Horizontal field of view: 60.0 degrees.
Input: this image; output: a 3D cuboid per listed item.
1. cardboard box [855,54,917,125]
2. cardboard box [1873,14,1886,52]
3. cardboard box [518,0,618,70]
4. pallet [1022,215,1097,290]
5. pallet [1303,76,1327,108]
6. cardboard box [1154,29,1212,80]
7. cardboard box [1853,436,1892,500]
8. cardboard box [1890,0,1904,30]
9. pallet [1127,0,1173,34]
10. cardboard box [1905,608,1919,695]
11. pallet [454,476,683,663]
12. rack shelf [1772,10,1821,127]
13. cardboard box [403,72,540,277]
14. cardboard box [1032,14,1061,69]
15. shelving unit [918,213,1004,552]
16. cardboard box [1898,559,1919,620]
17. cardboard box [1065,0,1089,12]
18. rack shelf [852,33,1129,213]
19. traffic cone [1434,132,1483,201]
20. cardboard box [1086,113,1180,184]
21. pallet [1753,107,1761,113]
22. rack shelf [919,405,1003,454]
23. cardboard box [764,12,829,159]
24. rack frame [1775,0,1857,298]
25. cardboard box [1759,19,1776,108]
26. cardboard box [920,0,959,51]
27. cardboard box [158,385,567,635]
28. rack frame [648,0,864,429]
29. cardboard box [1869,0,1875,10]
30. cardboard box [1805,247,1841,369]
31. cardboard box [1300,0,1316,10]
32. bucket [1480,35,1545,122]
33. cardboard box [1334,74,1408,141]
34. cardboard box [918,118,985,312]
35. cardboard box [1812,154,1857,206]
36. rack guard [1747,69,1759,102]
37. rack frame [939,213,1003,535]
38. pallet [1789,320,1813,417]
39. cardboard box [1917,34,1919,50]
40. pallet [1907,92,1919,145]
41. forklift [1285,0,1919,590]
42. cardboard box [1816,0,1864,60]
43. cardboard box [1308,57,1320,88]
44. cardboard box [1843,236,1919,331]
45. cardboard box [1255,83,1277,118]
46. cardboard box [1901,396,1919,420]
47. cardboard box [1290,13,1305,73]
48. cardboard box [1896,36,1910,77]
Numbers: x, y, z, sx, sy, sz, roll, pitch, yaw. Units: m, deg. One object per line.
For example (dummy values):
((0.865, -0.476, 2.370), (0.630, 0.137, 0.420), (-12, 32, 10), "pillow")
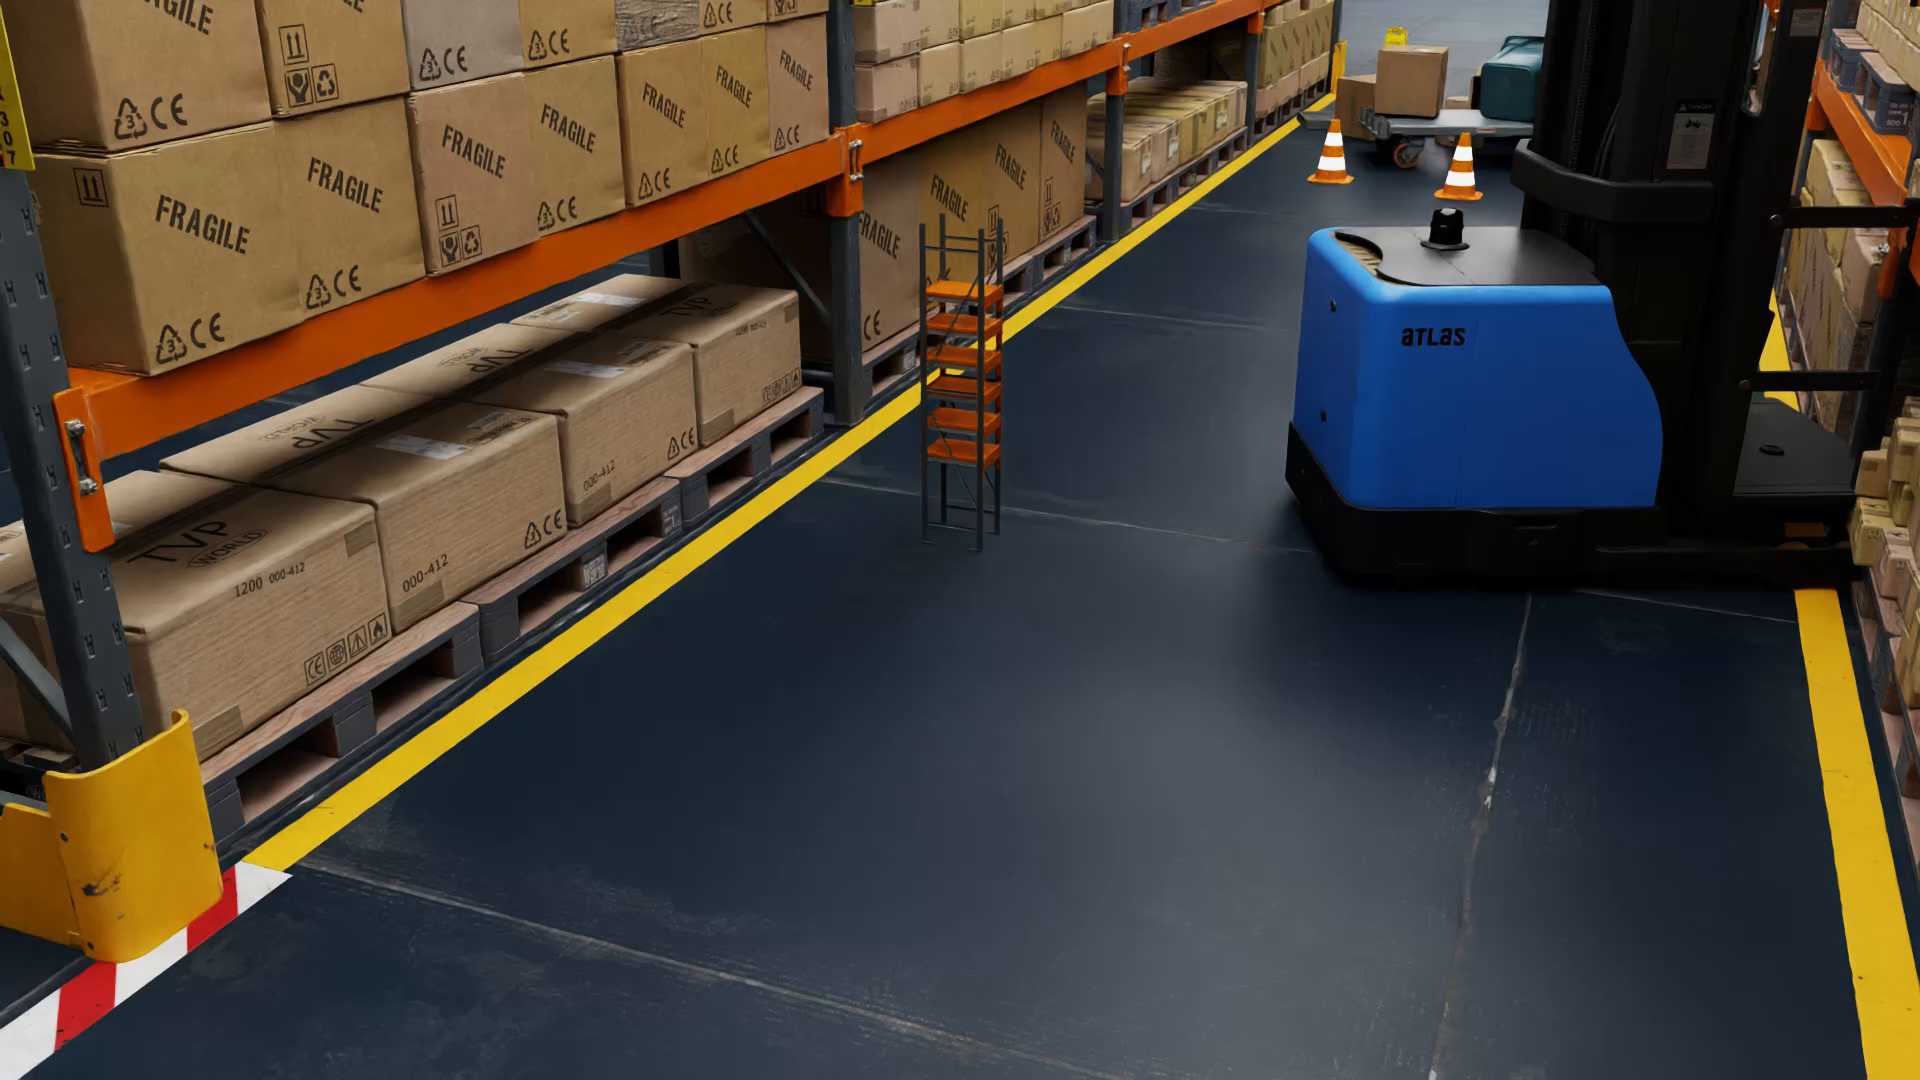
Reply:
((-0.514, -2.023, 7.396), (0.500, 0.250, 0.500), (8, 24, 19), "cardboard box")
((4.545, -2.389, 7.858), (0.380, 0.149, 0.250), (10, 25, 22), "cardboard box")
((-1.411, -1.729, 5.072), (0.500, 0.500, 0.500), (9, 24, 20), "cardboard box")
((0.201, -1.846, 10.395), (1.003, 0.211, 1.213), (9, 24, 20), "pallet")
((3.172, -4.667, 17.150), (1.003, 0.211, 1.213), (9, 24, 20), "pallet")
((2.020, -4.357, 14.838), (0.500, 0.500, 0.500), (8, 24, 19), "cardboard box")
((3.280, -0.232, 5.681), (0.380, 0.149, 0.250), (10, 25, 22), "cardboard box")
((4.354, -2.341, 7.358), (0.380, 0.149, 0.250), (9, 24, 20), "cardboard box")
((0.730, -3.586, 11.191), (1.213, 0.211, 1.003), (9, 24, 20), "pallet")
((2.717, 0.321, 4.357), (0.380, 0.149, 0.250), (9, 24, 21), "cardboard box")
((-1.729, 0.013, 5.945), (1.003, 0.211, 1.213), (9, 24, 20), "pallet")
((5.940, -3.115, 10.749), (1.077, 0.370, 4.000), (9, 24, 20), "rack shelf")
((-1.595, -1.082, 4.820), (0.500, 0.500, 0.500), (9, 24, 20), "cardboard box")
((0.240, -2.754, 9.145), (0.500, 0.250, 0.500), (9, 24, 20), "cardboard box")
((0.005, -0.559, 6.031), (0.258, 1.200, 0.189), (9, 24, 20), "shelving unit")
((3.087, 0.196, 5.044), (0.380, 0.149, 0.250), (8, 24, 19), "cardboard box")
((0.433, -3.172, 9.497), (0.500, 0.250, 0.500), (8, 24, 19), "cardboard box")
((-0.179, -2.356, 8.933), (1.077, 0.370, 4.000), (9, 24, 20), "rack shelf")
((3.709, -2.774, 12.290), (0.336, 0.463, 0.334), (9, 24, 20), "traffic cone")
((1.049, -2.851, 12.048), (0.950, 0.372, 0.625), (8, 24, 19), "cardboard box")
((7.490, -3.575, 14.535), (1.003, 0.211, 1.213), (9, 24, 20), "pallet")
((0.005, -0.407, 6.095), (0.258, 0.103, 0.180), (9, 24, 20), "rack shelf")
((-0.857, -1.816, 6.576), (0.500, 0.500, 0.500), (9, 24, 21), "cardboard box")
((5.197, -2.731, 8.897), (1.000, 3.000, 0.127), (9, 24, 20), "rack frame")
((7.653, -4.240, 14.722), (0.875, 0.875, 0.875), (8, 24, 19), "cardboard box")
((-0.329, -2.442, 7.750), (0.500, 0.250, 0.500), (9, 24, 21), "cardboard box")
((-1.923, -0.132, 5.453), (0.875, 0.438, 0.875), (9, 24, 21), "cardboard box")
((-0.922, -1.973, 7.081), (1.000, 3.000, 0.127), (9, 24, 20), "rack frame")
((4.732, -2.705, 8.229), (0.380, 0.149, 0.250), (10, 25, 23), "cardboard box")
((4.138, -1.008, 7.469), (0.500, 0.500, 0.500), (8, 24, 19), "cardboard box")
((3.210, -5.189, 15.988), (0.380, 0.149, 0.250), (10, 25, 22), "cardboard box")
((4.593, -3.732, 13.569), (0.726, 0.611, 0.620), (19, 39, 38), "bucket")
((3.711, -3.872, 14.867), (0.500, 0.500, 0.500), (-12, 25, -26), "cardboard box")
((-0.438, -1.744, 8.744), (0.875, 0.875, 0.875), (10, 24, 22), "cardboard box")
((4.528, -1.724, 8.211), (0.500, 0.250, 0.500), (8, 24, 19), "cardboard box")
((8.178, -4.449, 16.253), (1.175, 0.500, 0.348), (9, 24, 20), "rack guard")
((0.039, -0.592, 6.110), (0.240, 1.200, 0.006), (9, 24, 20), "rack frame")
((4.451, -0.730, 7.724), (1.003, 0.211, 1.213), (9, 24, 20), "pallet")
((3.965, -1.967, 6.463), (0.380, 0.149, 0.250), (8, 24, 18), "cardboard box")
((4.130, -1.464, 6.112), (1.003, 0.211, 1.213), (9, 24, 20), "pallet")
((2.826, -1.383, 5.758), (3.031, 2.935, 1.130), (-1, 23, -1), "forklift")
((5.115, -2.977, 9.356), (0.500, 0.500, 0.500), (9, 24, 20), "cardboard box")
((3.285, -4.680, 16.584), (0.500, 0.250, 0.500), (9, 24, 20), "cardboard box")
((3.753, -0.989, 6.452), (0.500, 0.250, 0.500), (8, 24, 19), "cardboard box")
((2.519, -3.933, 14.796), (0.500, 0.250, 0.500), (8, 24, 18), "cardboard box")
((3.391, -0.359, 5.600), (0.380, 0.149, 0.250), (10, 25, 22), "cardboard box")
((2.901, -4.657, 15.558), (0.500, 0.500, 0.500), (10, 25, 23), "cardboard box")
((4.156, -2.015, 6.963), (0.380, 0.149, 0.250), (10, 25, 22), "cardboard box")
